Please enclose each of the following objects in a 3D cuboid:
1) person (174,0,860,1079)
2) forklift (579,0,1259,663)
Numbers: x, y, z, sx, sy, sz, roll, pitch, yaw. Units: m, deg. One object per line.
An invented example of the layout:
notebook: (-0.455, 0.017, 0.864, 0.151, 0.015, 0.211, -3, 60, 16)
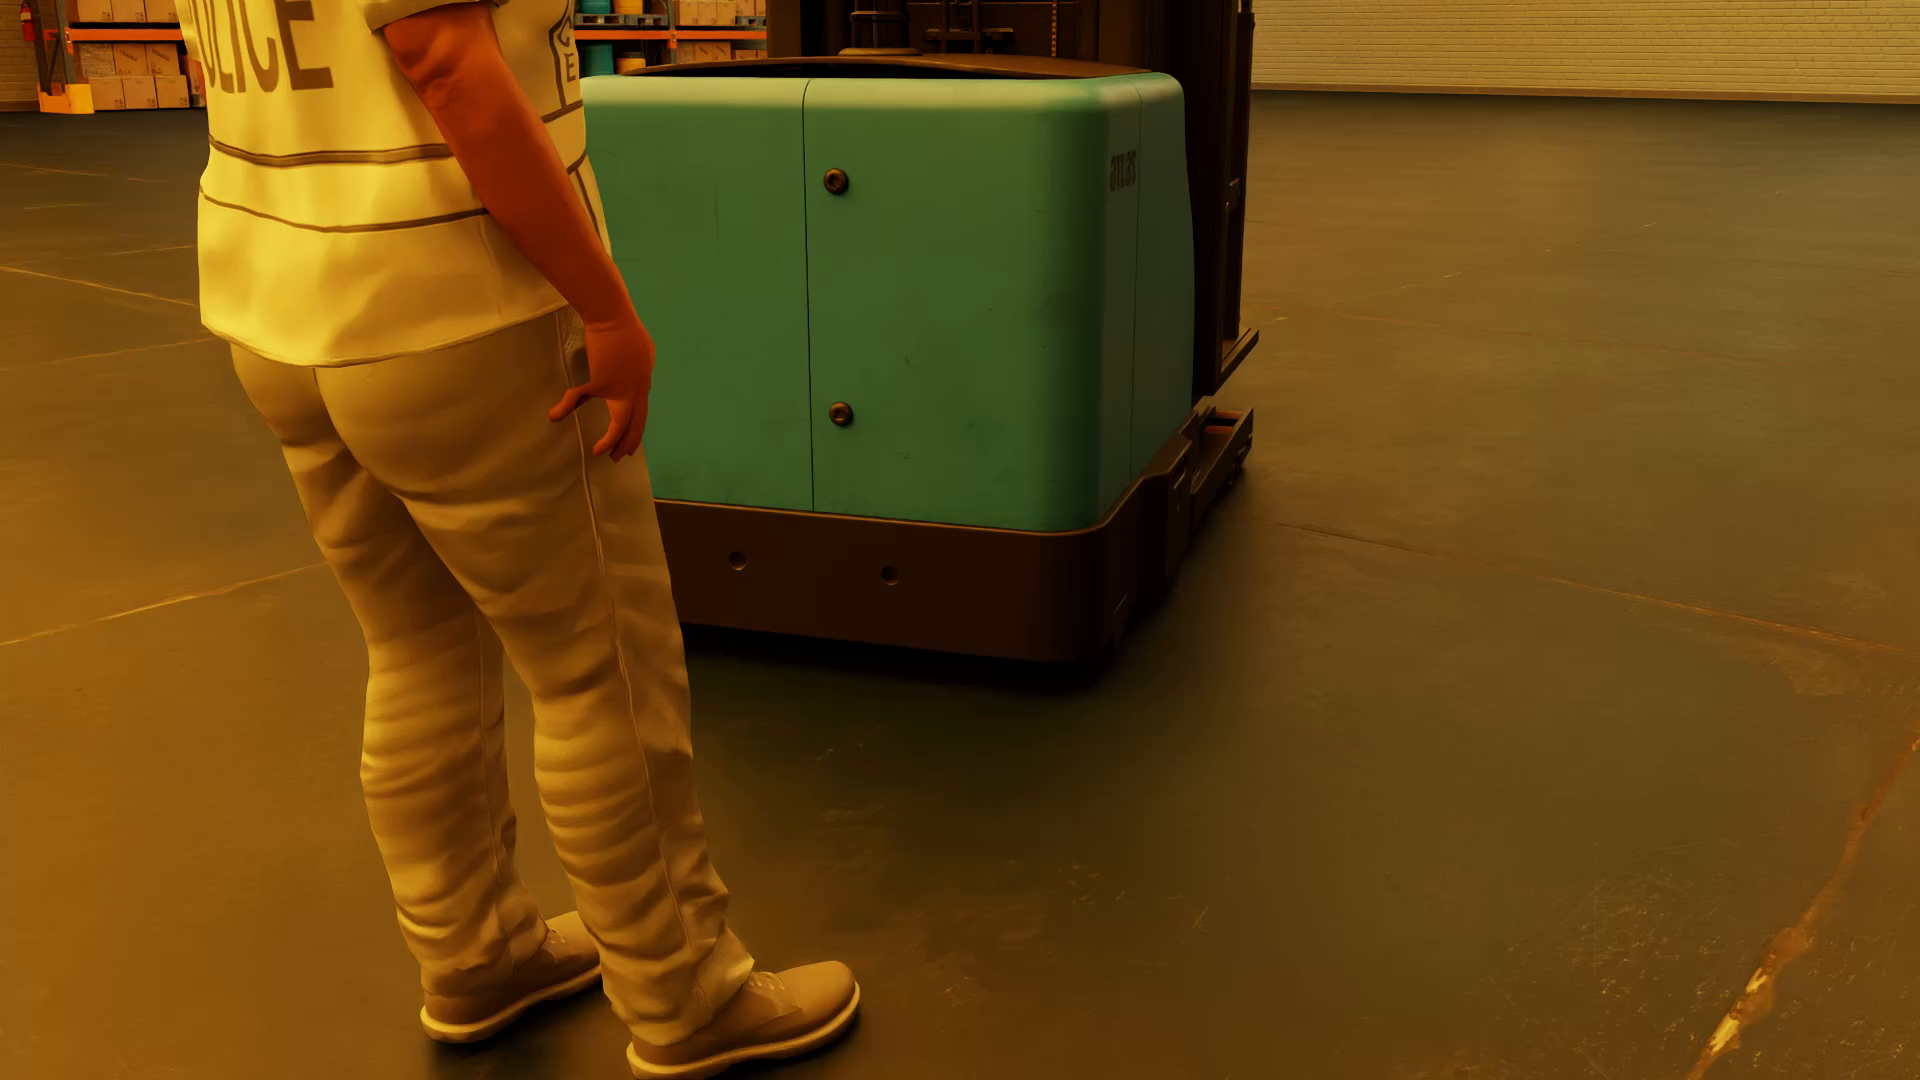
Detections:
person: (-0.490, -0.224, 1.783, 0.599, 1.670, 0.528, 15, 22, 40)
forklift: (0.182, -1.571, 4.072, 1.130, 2.935, 3.031, 5, 18, 17)
